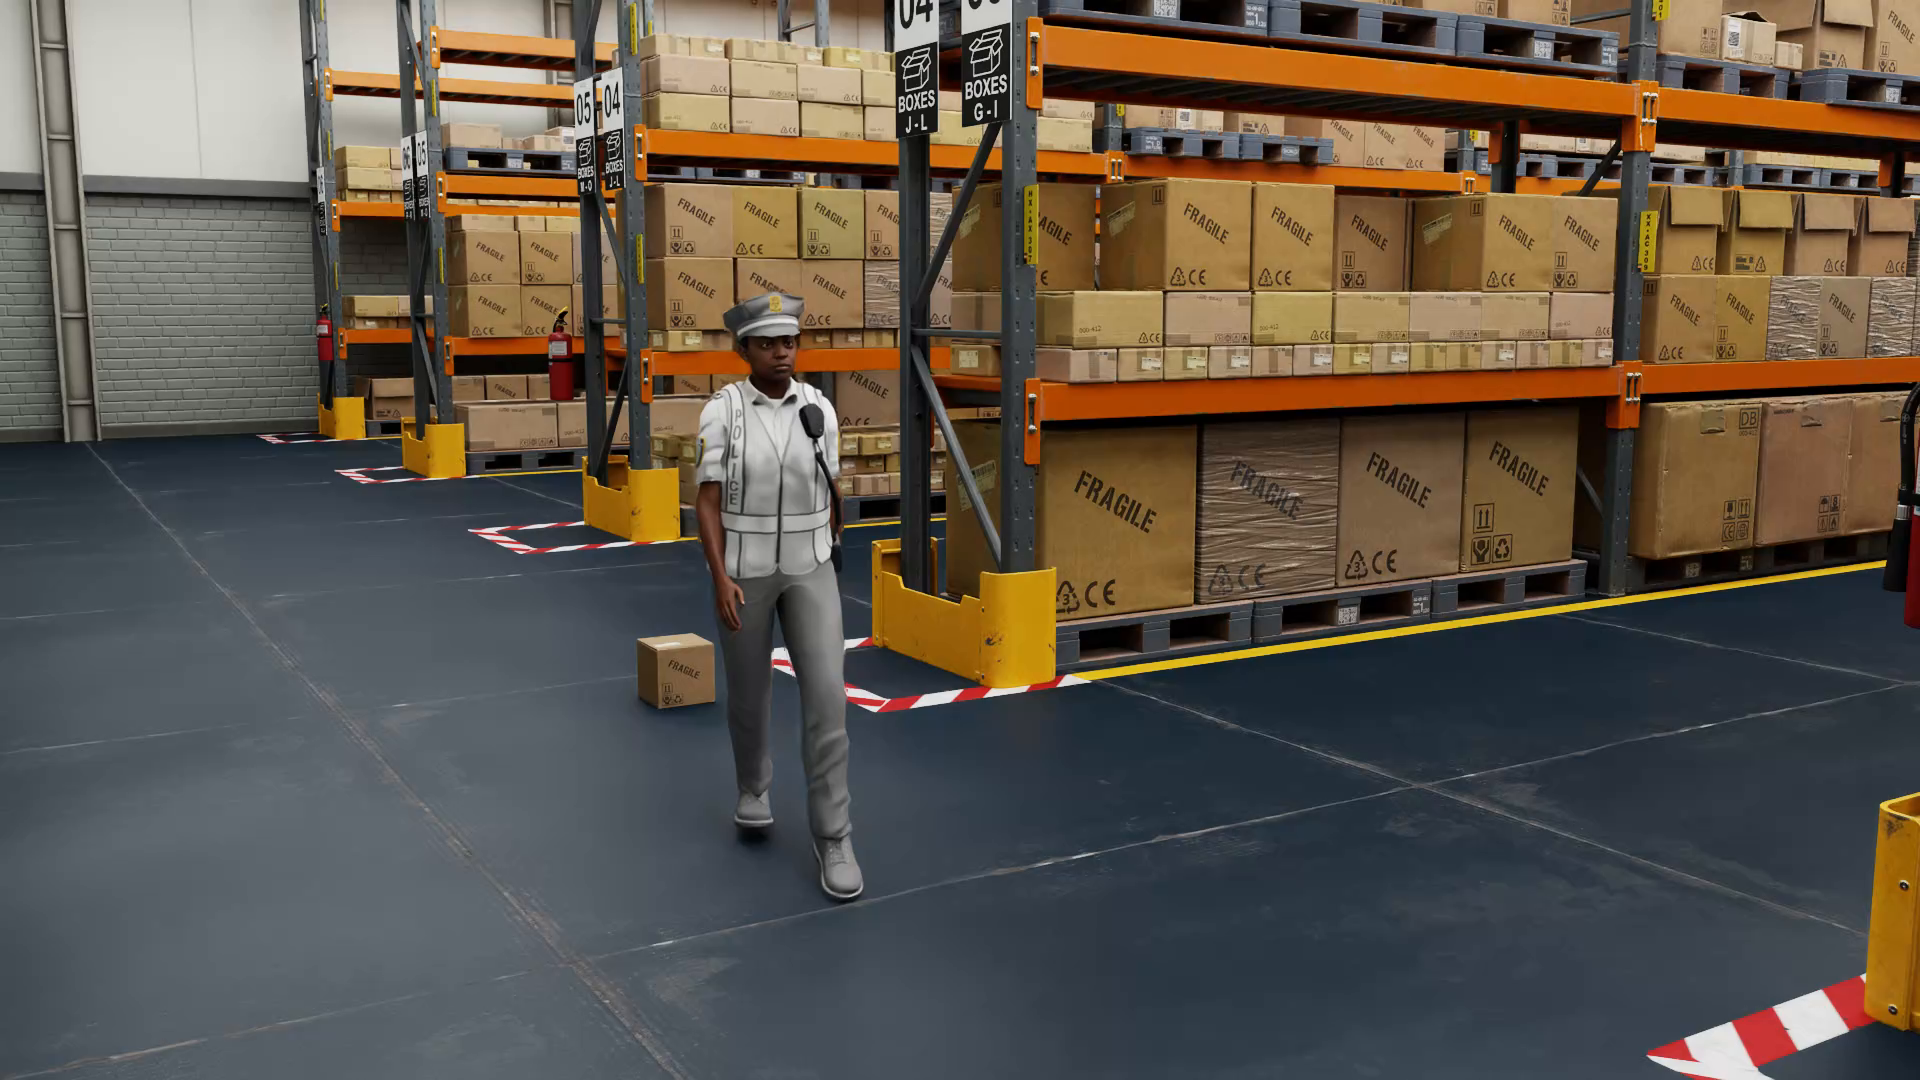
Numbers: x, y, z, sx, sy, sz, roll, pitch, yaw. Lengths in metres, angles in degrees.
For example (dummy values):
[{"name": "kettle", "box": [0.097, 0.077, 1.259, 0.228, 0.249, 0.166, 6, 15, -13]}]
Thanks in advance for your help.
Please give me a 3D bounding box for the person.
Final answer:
[{"name": "person", "box": [-0.539, 0.121, 4.888, 0.460, 1.683, 0.858, -2, 9, -15]}]
